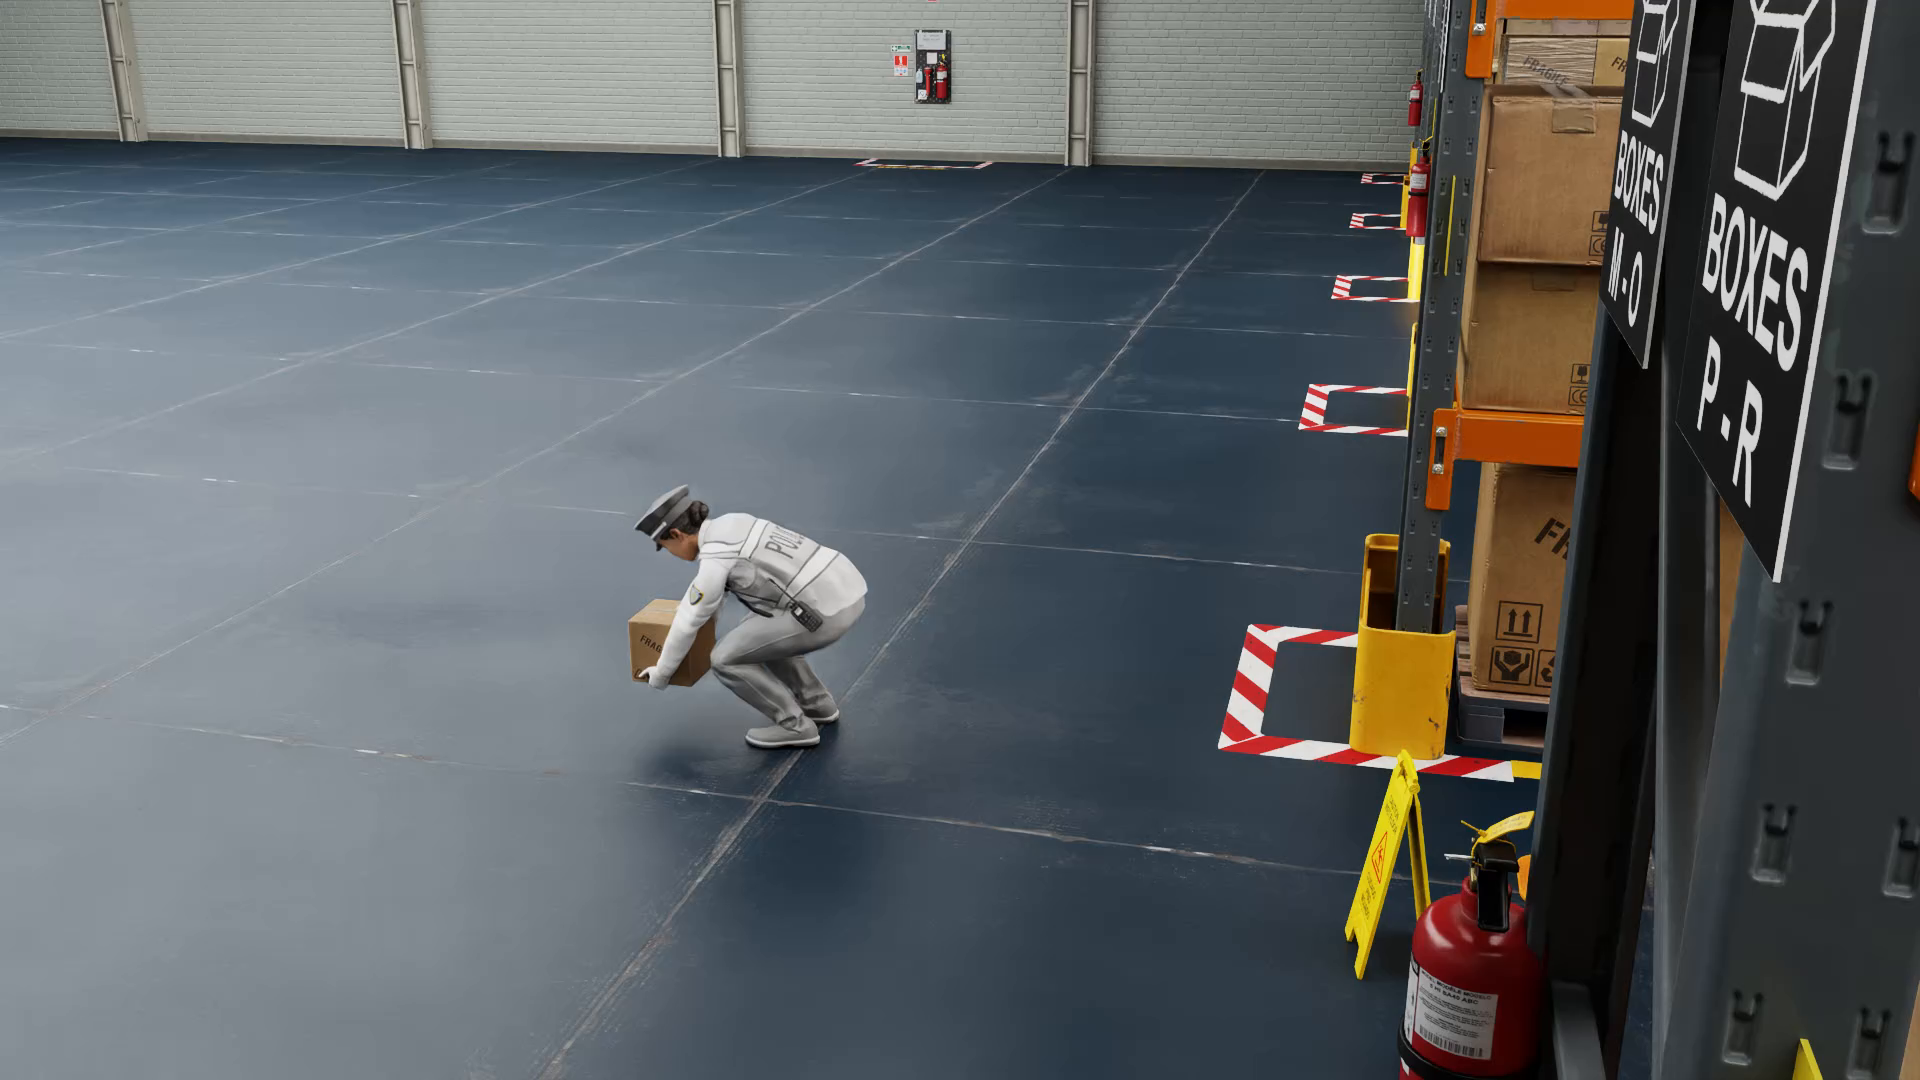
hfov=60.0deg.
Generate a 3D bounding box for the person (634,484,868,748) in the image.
[{"bbox_3d":[-0.791,0.274,6.338,0.869,0.979,0.460,4,19,12],"label":"person"}]
